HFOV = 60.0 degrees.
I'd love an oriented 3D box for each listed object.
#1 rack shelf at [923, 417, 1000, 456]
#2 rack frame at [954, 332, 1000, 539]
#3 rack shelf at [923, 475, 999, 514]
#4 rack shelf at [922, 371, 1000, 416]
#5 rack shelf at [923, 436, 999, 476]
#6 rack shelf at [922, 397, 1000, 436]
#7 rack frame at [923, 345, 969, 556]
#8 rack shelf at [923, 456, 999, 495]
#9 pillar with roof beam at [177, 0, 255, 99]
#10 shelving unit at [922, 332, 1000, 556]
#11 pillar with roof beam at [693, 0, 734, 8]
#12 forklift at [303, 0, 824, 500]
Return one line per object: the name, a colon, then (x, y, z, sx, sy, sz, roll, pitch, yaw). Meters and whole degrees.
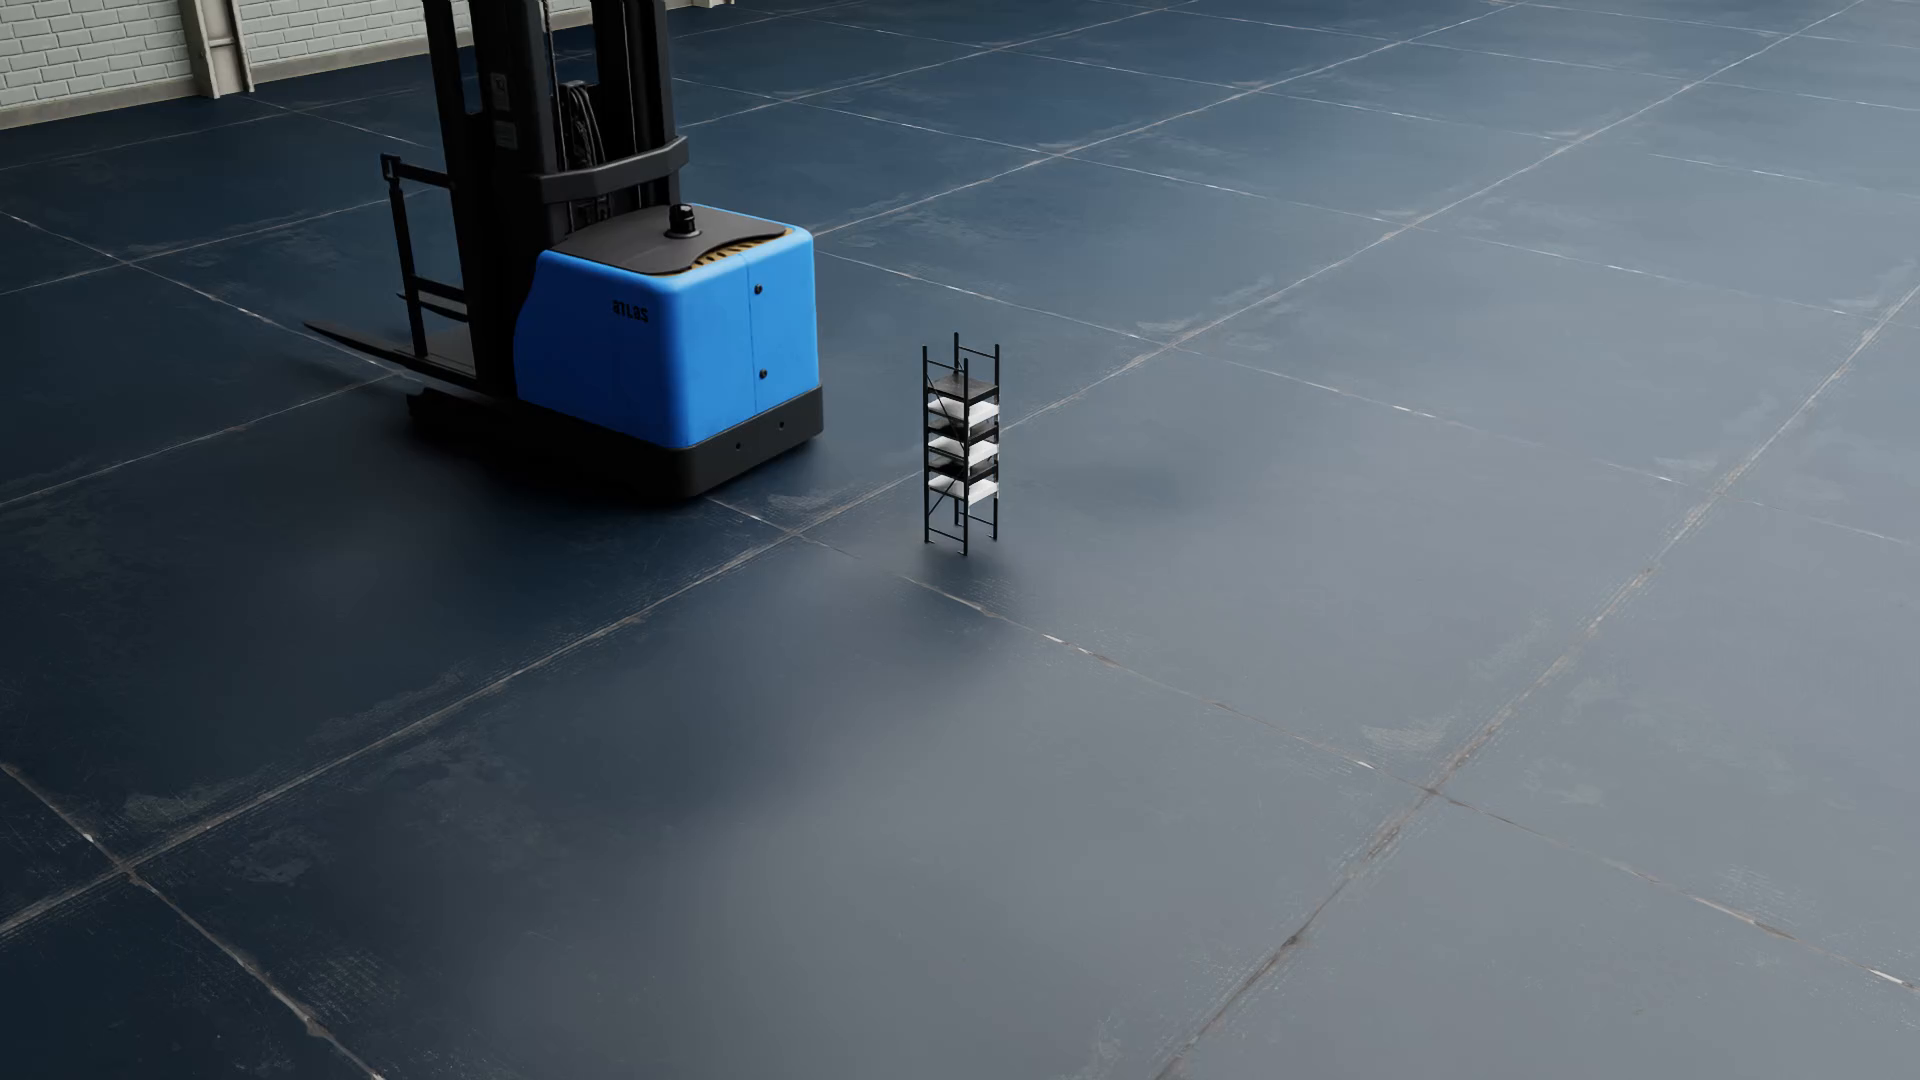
rack shelf: (0.005, -0.453, 7.023, 0.258, 0.077, 0.200, 21, 34, 34)
rack frame: (0.070, -0.439, 7.118, 0.240, 0.900, 0.006, 21, 34, 34)
rack shelf: (0.005, -0.213, 7.147, 0.258, 0.077, 0.200, 21, 34, 34)
rack shelf: (0.005, -0.613, 6.940, 0.258, 0.077, 0.200, 21, 34, 34)
rack shelf: (0.005, -0.373, 7.064, 0.258, 0.077, 0.200, 21, 34, 34)
rack shelf: (0.005, -0.533, 6.981, 0.258, 0.077, 0.200, 21, 34, 34)
rack frame: (-0.059, -0.367, 6.979, 0.240, 0.900, 0.006, 21, 34, 34)
rack shelf: (0.005, -0.293, 7.105, 0.258, 0.077, 0.200, 21, 34, 34)
pillar with roof beam: (-3.349, -6.806, 10.613, 9.100, 9.000, 0.400, 21, 34, 34)
shelving unit: (0.005, -0.403, 7.049, 0.258, 0.900, 0.210, 21, 34, 34)
pillar with roof beam: (0.467, -8.933, 14.725, 9.100, 9.000, 0.400, 21, 34, 34)
forklift: (-2.158, -2.006, 7.938, 3.031, 2.935, 1.130, 18, 33, 31)
